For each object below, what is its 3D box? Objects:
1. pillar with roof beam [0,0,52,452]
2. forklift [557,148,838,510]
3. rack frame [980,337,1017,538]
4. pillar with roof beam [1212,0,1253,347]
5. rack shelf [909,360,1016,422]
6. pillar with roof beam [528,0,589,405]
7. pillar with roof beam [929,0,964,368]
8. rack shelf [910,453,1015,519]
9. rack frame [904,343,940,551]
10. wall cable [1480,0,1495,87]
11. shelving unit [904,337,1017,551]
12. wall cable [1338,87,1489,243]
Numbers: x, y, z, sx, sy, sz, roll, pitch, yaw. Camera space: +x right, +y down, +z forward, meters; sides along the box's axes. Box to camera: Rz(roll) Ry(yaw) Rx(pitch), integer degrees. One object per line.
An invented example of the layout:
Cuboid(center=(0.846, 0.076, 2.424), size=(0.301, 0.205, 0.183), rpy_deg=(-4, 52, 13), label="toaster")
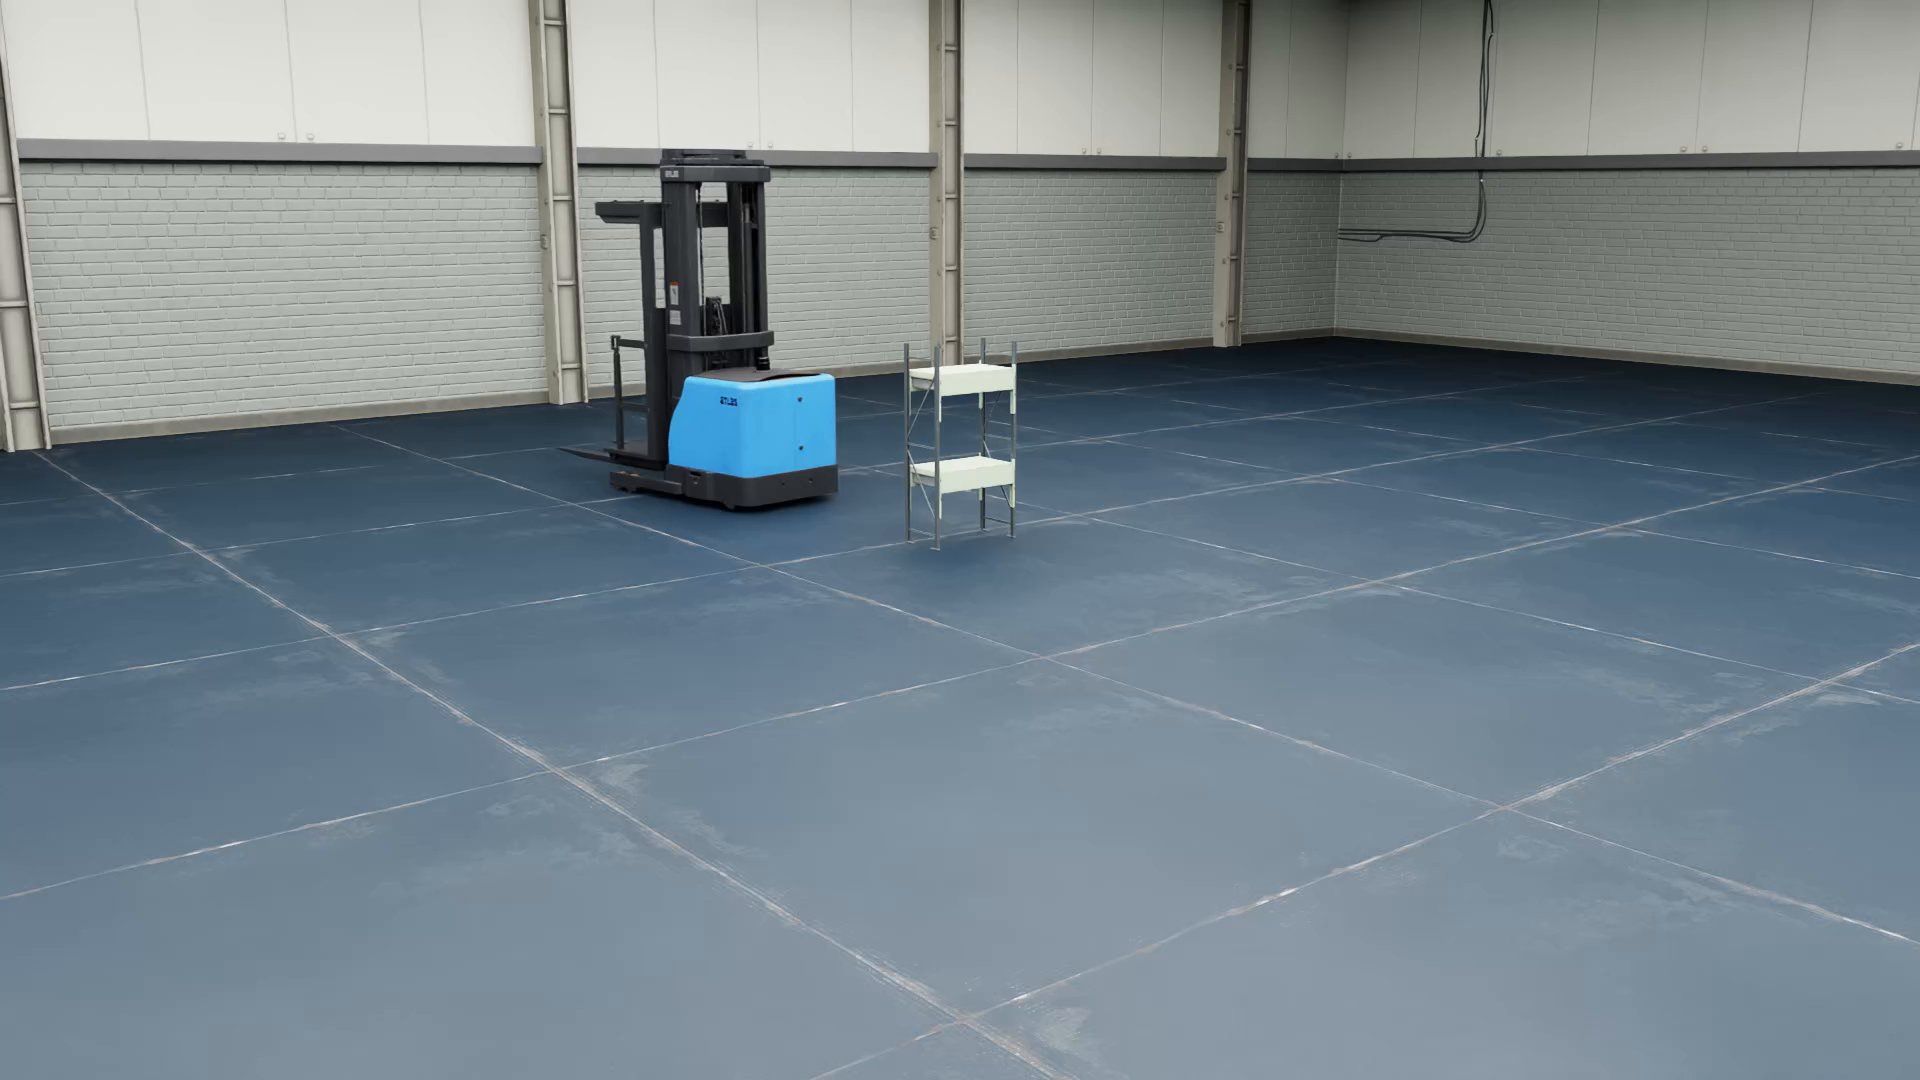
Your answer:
Cuboid(center=(-6.872, -4.642, 12.825), size=(0.400, 9.000, 9.100), rpy_deg=(-9, 15, -38), label="pillar with roof beam")
Cuboid(center=(-2.462, -1.920, 14.614), size=(3.031, 2.935, 1.130), rpy_deg=(11, 16, 42), label="forklift")
Cuboid(center=(0.291, -0.782, 12.701), size=(0.023, 1.500, 0.400), rpy_deg=(-9, 15, -38), label="rack frame")
Cuboid(center=(7.183, -6.978, 23.824), size=(0.400, 9.000, 9.100), rpy_deg=(-9, 15, -38), label="pillar with roof beam")
Cuboid(center=(0.005, -1.116, 12.396), size=(0.720, 0.370, 0.431), rpy_deg=(-9, 15, -38), label="rack shelf")
Cuboid(center=(-2.187, -5.420, 16.491), size=(0.400, 9.000, 9.100), rpy_deg=(-9, 15, -38), label="pillar with roof beam")
Cuboid(center=(2.498, -6.199, 20.158), size=(0.400, 9.000, 9.100), rpy_deg=(-9, 15, -38), label="pillar with roof beam")
Cuboid(center=(0.005, -0.416, 12.545), size=(0.720, 0.370, 0.431), rpy_deg=(-9, 15, -38), label="rack shelf")
Cuboid(center=(-0.281, -0.687, 12.253), size=(0.023, 1.500, 0.400), rpy_deg=(-9, 15, -38), label="rack frame")
Cuboid(center=(9.311, -8.356, 25.634), size=(0.112, 2.526, 3.097), rpy_deg=(-9, 15, -38), label="wall cable")
Cuboid(center=(0.005, -0.735, 12.477), size=(0.755, 1.500, 0.431), rpy_deg=(-9, 15, -38), label="shelving unit")
Cuboid(center=(7.621, -6.325, 28.225), size=(0.112, 2.526, 3.097), rpy_deg=(-9, 15, -38), label="wall cable")
